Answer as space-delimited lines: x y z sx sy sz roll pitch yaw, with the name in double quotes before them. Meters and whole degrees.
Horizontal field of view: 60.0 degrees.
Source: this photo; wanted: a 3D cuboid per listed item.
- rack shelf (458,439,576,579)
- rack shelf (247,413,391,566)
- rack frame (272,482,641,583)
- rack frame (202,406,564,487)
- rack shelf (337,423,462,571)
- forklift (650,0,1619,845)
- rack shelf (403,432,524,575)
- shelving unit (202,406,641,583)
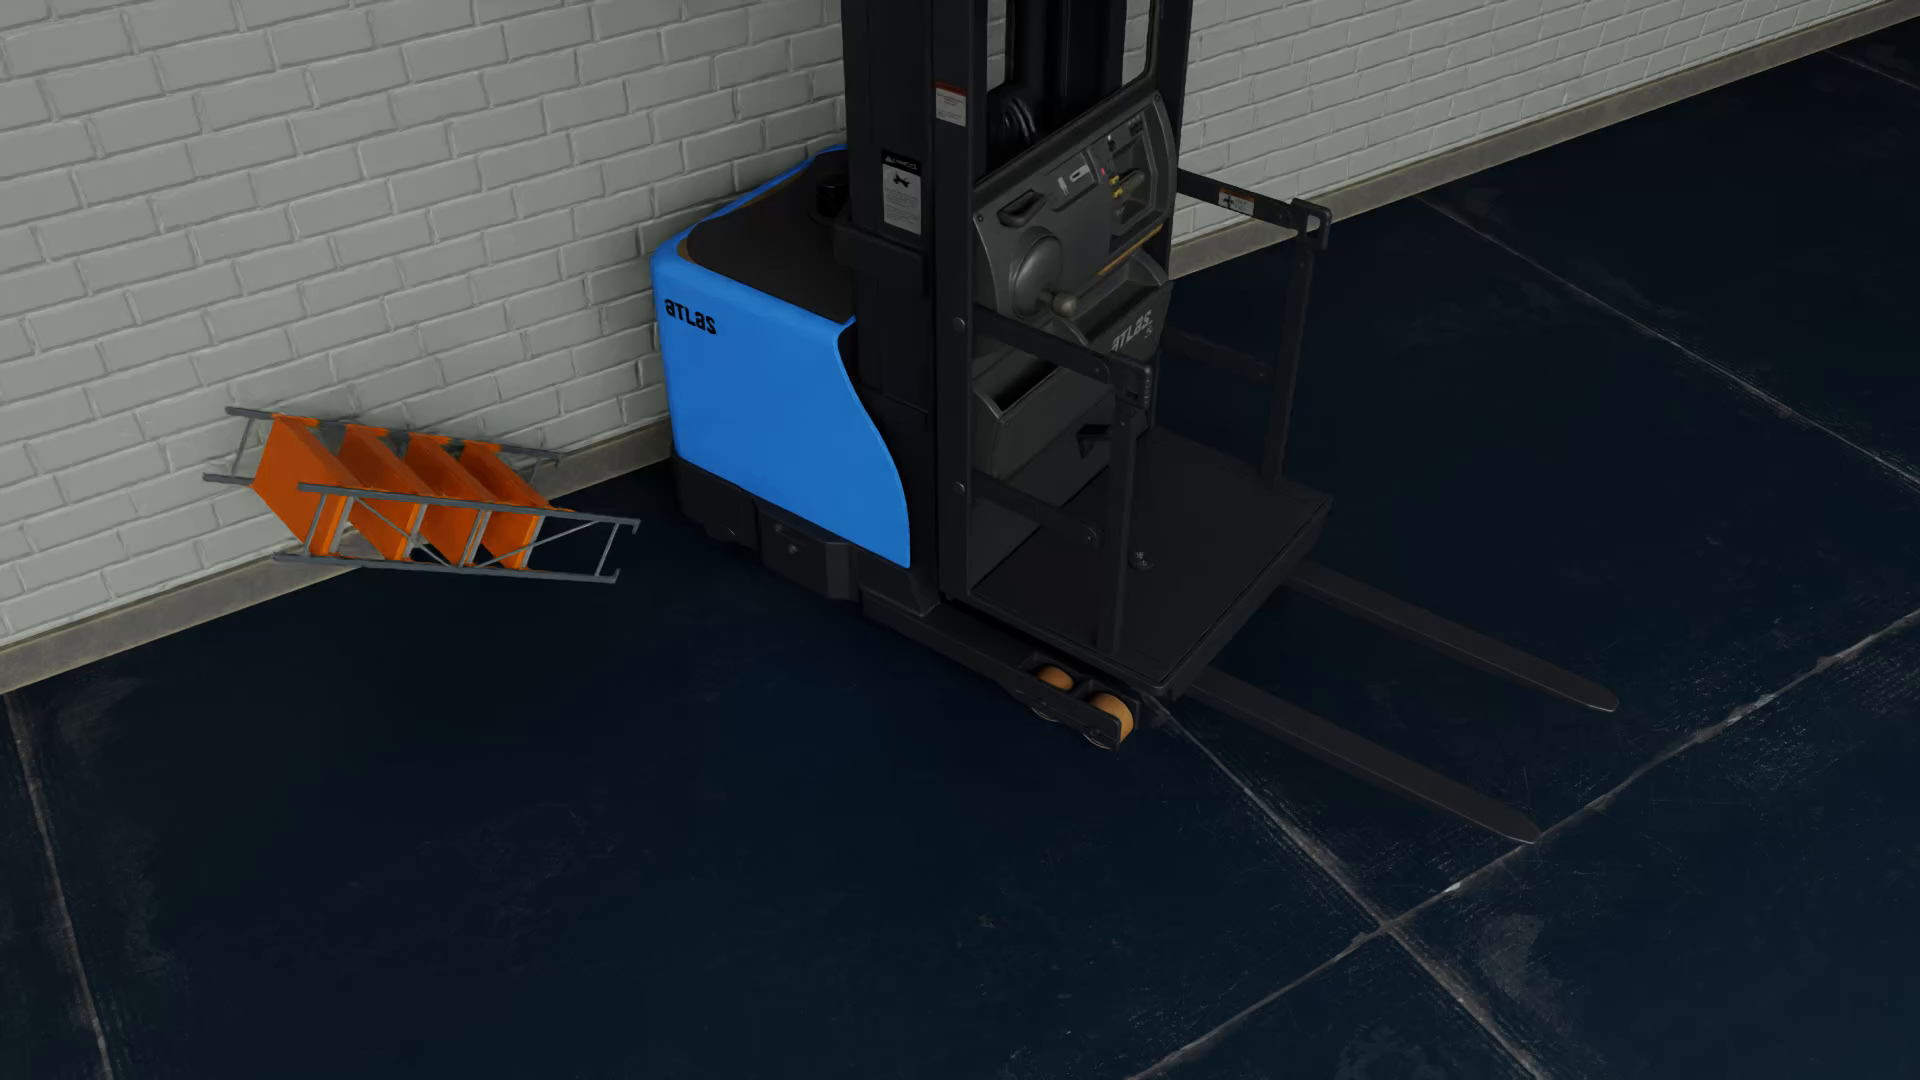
"rack shelf" -1.477 -0.104 5.399 0.480 0.258 0.148 36 18 35
"rack shelf" -1.890 -0.151 4.888 0.480 0.258 0.148 36 18 35
"rack frame" -1.482 -0.007 5.051 0.015 0.240 1.200 36 18 35
"rack frame" -1.805 -0.238 5.334 0.015 0.240 1.200 36 18 35
"rack shelf" -1.742 -0.134 5.072 0.480 0.258 0.148 36 18 35
"forklift" 0.505 -0.889 4.527 3.031 2.935 1.130 25 46 27
"rack shelf" -1.601 -0.118 5.245 0.480 0.258 0.148 36 18 35
"shelving unit" -1.643 -0.123 5.193 0.503 0.258 1.200 36 18 35
